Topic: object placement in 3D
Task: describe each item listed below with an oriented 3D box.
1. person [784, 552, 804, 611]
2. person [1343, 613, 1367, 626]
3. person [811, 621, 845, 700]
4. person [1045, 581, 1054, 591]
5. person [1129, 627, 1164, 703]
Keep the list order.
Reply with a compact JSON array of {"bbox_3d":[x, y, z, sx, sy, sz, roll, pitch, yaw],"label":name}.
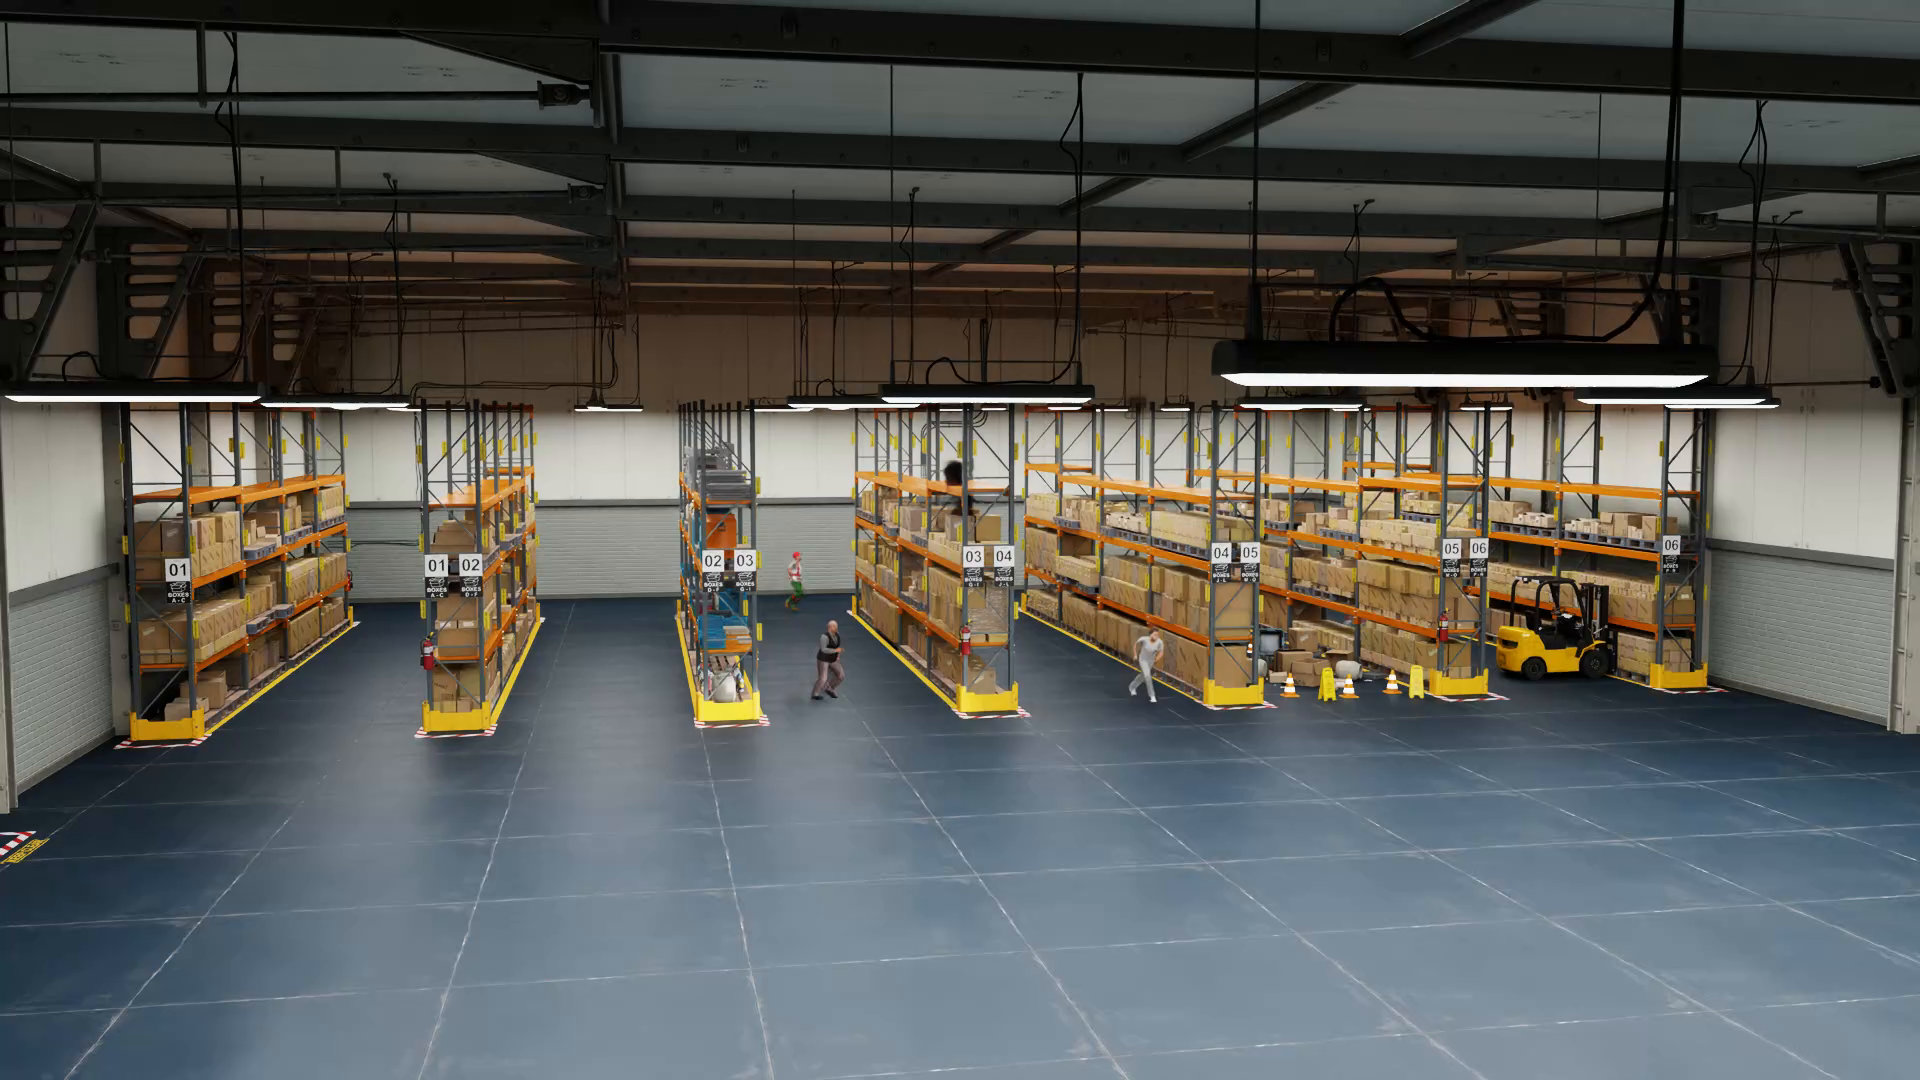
[{"bbox_3d":[-4.840,1.198,48.622,0.545,1.710,0.747,0,4,4],"label":"person"},{"bbox_3d":[10.747,1.512,44.925,0.691,1.661,0.573,4,6,42],"label":"person"},{"bbox_3d":[-2.608,2.402,33.144,0.905,1.616,0.651,3,5,38],"label":"person"},{"bbox_3d":[2.843,1.208,49.752,0.889,1.673,0.653,-1,4,-8],"label":"person"},{"bbox_3d":[3.718,2.449,33.402,0.564,1.500,1.037,-1,5,-18],"label":"person"}]
